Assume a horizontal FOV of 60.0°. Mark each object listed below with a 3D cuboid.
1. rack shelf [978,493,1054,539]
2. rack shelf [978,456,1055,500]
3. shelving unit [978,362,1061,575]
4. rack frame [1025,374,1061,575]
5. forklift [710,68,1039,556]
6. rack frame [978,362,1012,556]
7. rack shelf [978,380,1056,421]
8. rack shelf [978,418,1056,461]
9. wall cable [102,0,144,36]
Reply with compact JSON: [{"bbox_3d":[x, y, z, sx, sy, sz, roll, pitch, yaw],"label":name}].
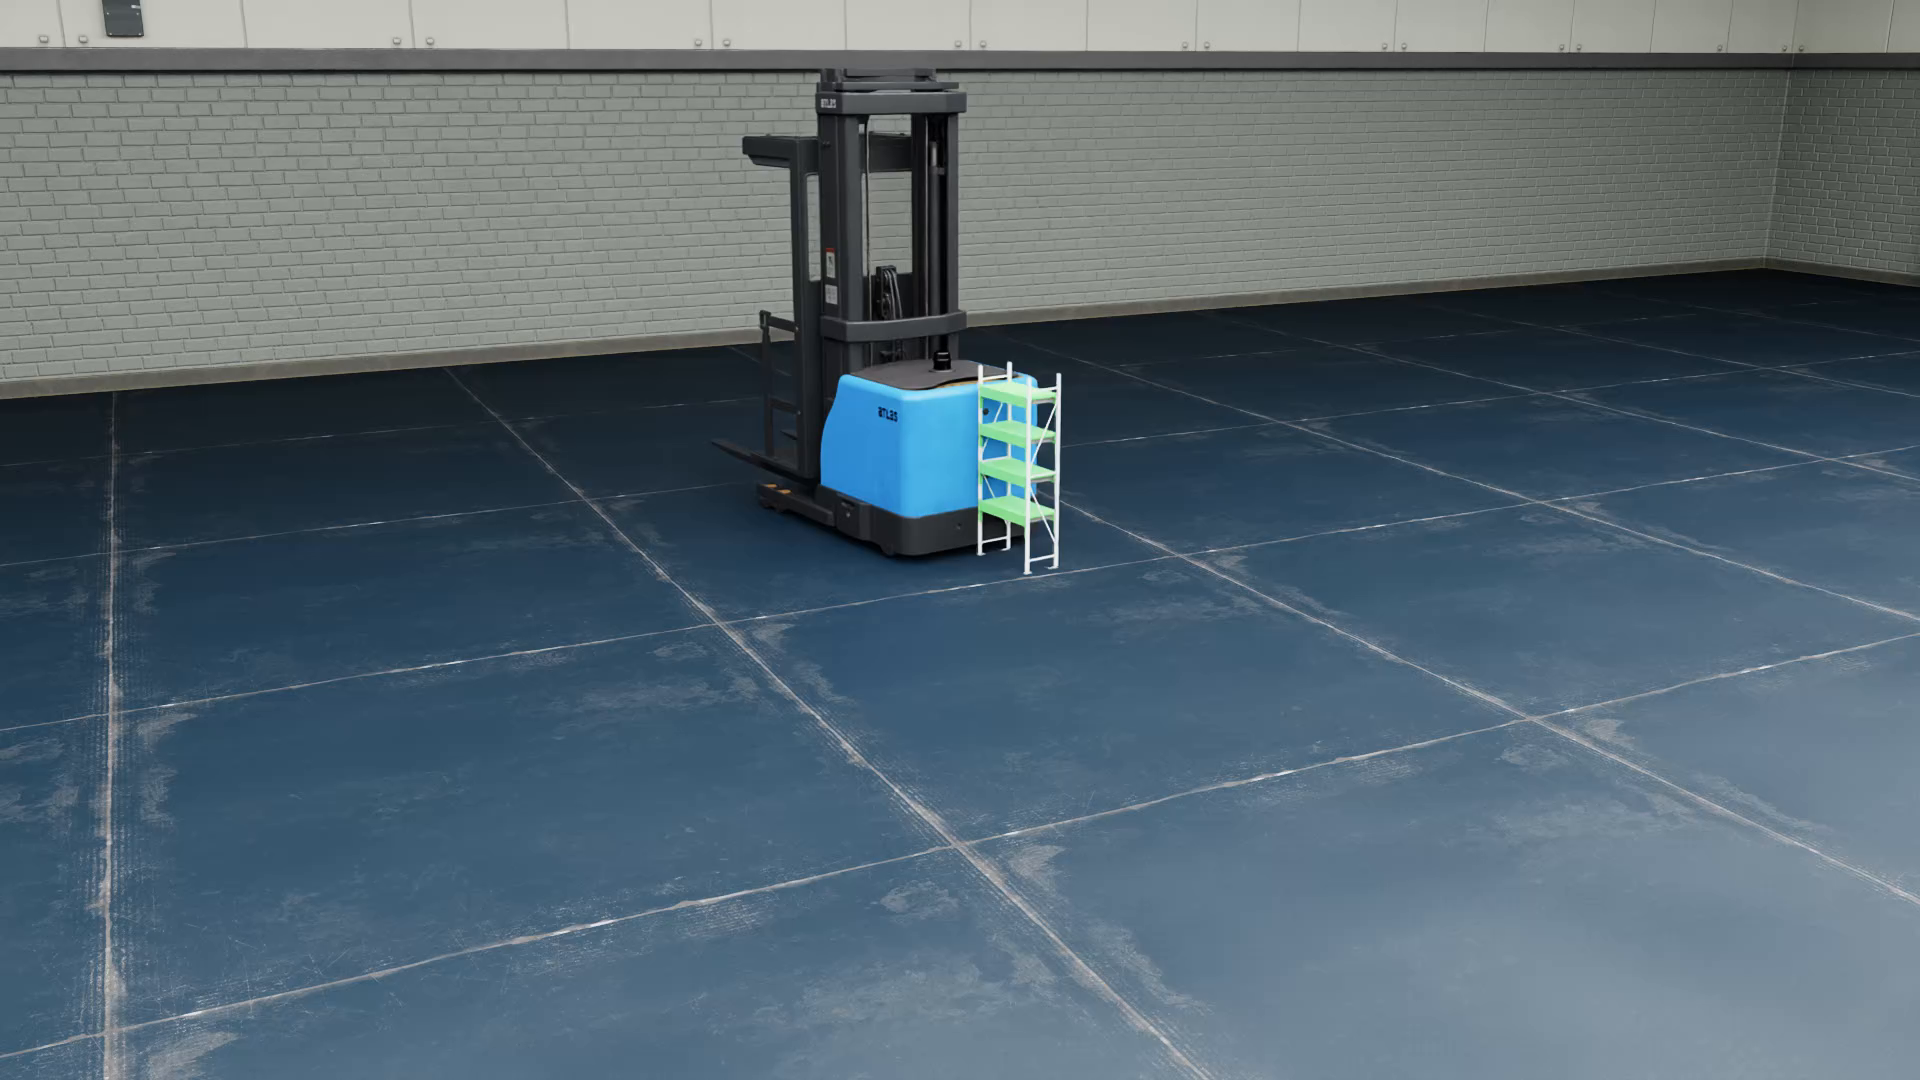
[{"bbox_3d":[0.353,-0.150,10.199,0.258,0.148,0.480,-11,19,-33],"label":"rack shelf"},{"bbox_3d":[0.353,-0.380,10.133,0.258,0.148,0.480,-11,19,-33],"label":"rack shelf"},{"bbox_3d":[0.353,-0.442,10.115,0.258,1.200,0.503,-11,19,-33],"label":"shelving unit"},{"bbox_3d":[0.493,-0.387,9.923,0.240,1.200,0.015,-11,19,-33],"label":"rack frame"},{"bbox_3d":[-0.752,-1.658,11.214,1.130,2.935,3.031,-11,19,-33],"label":"forklift"},{"bbox_3d":[0.214,-0.497,10.307,0.240,1.200,0.015,-11,19,-33],"label":"rack frame"},{"bbox_3d":[0.353,-0.842,10.000,0.258,0.148,0.480,-11,19,-33],"label":"rack shelf"},{"bbox_3d":[0.353,-0.611,10.067,0.258,0.148,0.480,-11,19,-33],"label":"rack shelf"},{"bbox_3d":[-6.591,-7.532,14.519,2.305,6.003,0.169,-8,18,-25],"label":"wall cable"}]
